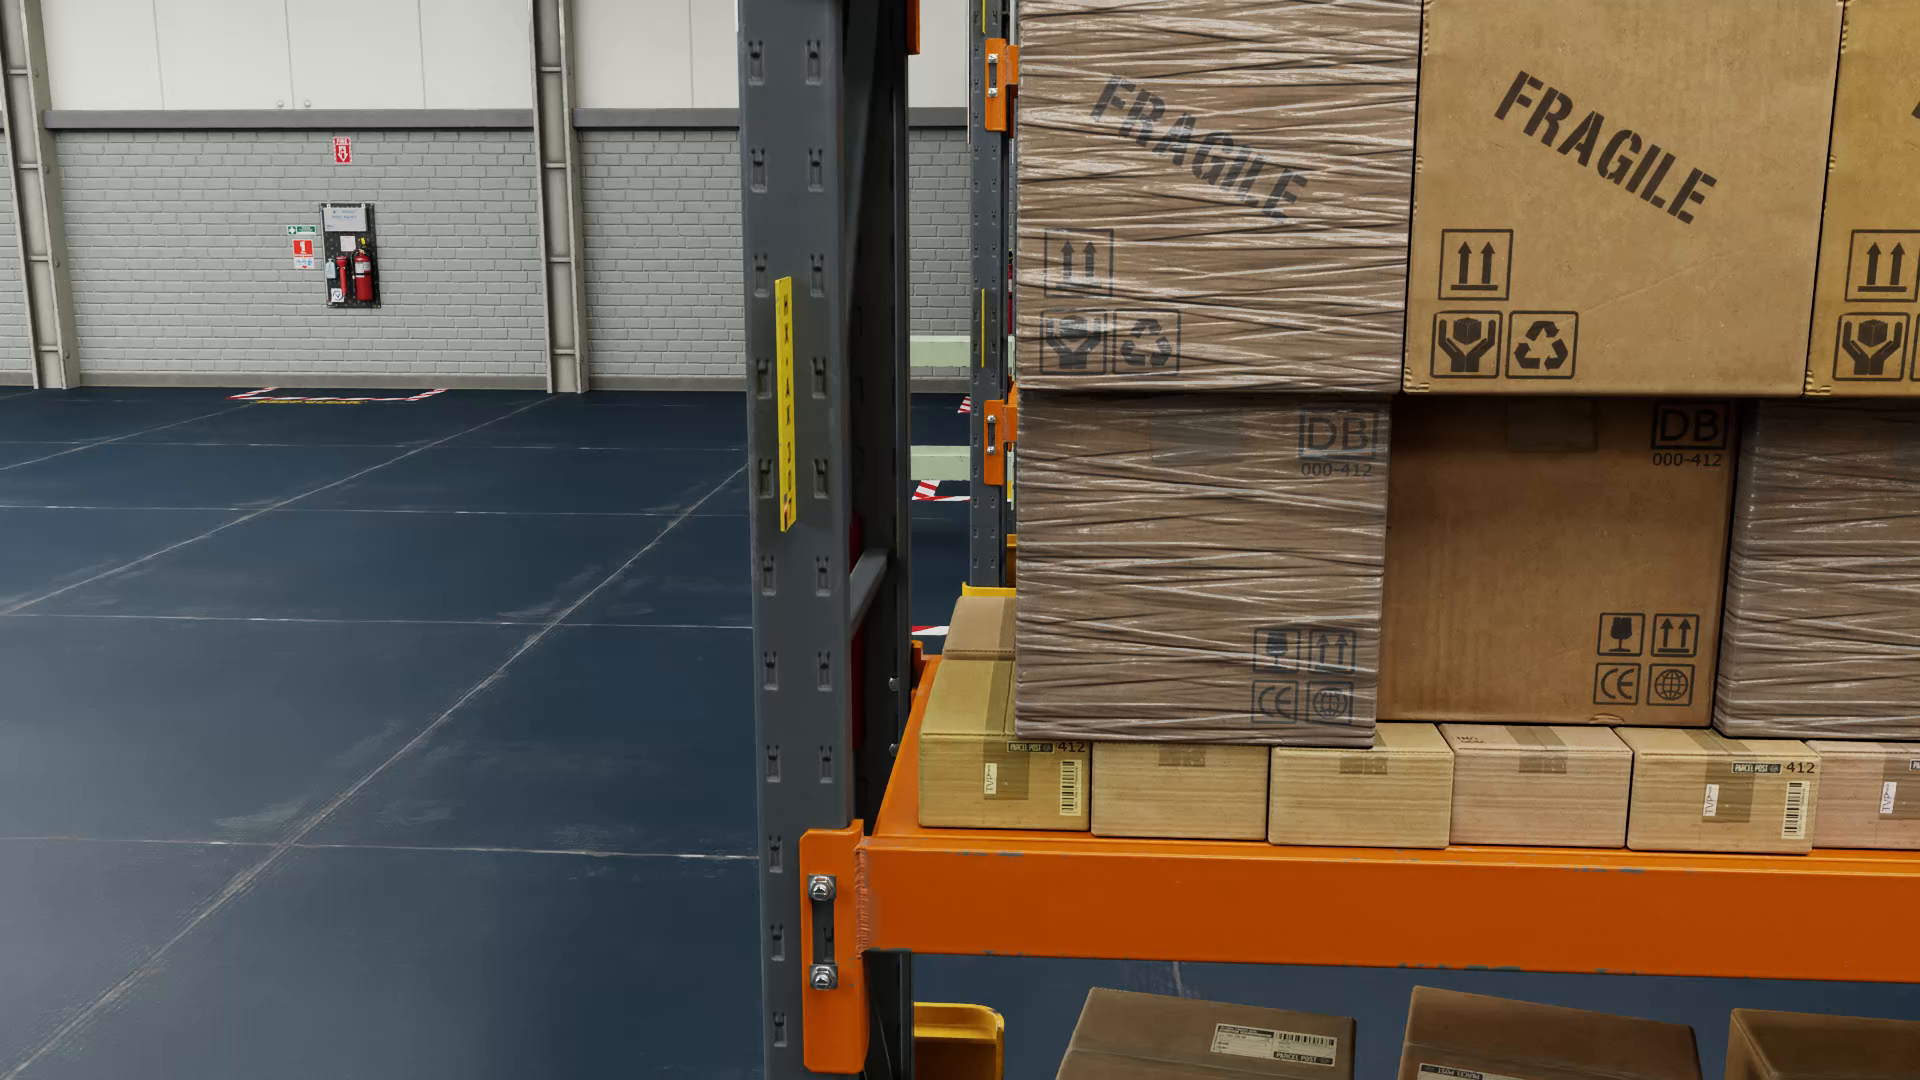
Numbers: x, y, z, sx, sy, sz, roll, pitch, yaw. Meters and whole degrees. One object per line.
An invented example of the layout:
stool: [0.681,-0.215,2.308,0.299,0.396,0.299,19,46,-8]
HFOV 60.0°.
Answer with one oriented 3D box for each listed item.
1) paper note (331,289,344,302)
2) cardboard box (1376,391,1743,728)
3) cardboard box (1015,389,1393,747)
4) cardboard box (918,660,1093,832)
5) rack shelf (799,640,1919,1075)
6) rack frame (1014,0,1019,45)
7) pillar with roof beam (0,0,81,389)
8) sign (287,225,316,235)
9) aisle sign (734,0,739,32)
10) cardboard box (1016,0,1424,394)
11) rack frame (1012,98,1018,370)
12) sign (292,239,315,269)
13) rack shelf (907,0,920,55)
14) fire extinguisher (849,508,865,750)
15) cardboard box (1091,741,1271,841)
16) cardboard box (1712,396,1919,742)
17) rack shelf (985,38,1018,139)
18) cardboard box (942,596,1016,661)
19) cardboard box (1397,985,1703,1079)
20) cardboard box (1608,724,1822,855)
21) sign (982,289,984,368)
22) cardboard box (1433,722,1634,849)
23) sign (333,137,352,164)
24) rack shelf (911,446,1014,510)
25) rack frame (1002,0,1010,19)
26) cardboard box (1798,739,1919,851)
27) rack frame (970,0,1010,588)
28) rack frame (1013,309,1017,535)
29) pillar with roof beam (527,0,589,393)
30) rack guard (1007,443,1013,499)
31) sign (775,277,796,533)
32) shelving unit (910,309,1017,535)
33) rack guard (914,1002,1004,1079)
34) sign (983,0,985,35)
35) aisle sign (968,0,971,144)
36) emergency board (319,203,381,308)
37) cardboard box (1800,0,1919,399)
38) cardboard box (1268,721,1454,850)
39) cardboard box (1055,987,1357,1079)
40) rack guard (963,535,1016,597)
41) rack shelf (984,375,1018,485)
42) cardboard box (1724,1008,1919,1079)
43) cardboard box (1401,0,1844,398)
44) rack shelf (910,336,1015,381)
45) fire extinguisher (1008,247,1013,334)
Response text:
paper note: [-7.064,-2.778,18.872,0.142,0.148,0.016,1,12,4]
cardboard box: [0.862,-0.065,2.781,0.500,0.500,0.875,1,12,4]
cardboard box: [0.355,-0.047,2.697,0.500,0.500,0.875,1,12,4]
cardboard box: [0.077,0.310,2.574,0.250,0.149,0.380,1,12,4]
rack shelf: [1.804,0.514,2.743,4.000,0.370,1.077,1,12,4]
rack frame: [0.474,-4.826,11.860,0.127,3.000,1.000,1,12,4]
pillar with roof beam: [-10.703,-5.290,14.078,0.400,9.000,9.100,1,12,4]
sign: [-7.433,-3.496,18.773,0.331,0.109,0.001,1,12,4]
aisle sign: [-0.273,-1.078,2.245,0.004,0.787,0.394,1,12,4]
cardboard box: [0.339,-0.486,2.355,0.500,0.500,0.500,1,12,4]
rack frame: [0.474,-1.889,12.475,0.127,3.000,1.000,1,12,4]
sign: [-7.437,-3.238,18.836,0.234,0.329,0.001,1,12,4]
rack shelf: [1.804,-0.954,2.436,4.000,0.370,1.077,1,12,4]
fire extinguisher: [-0.275,0.076,3.265,0.183,0.674,0.296,1,12,4]
cardboard box: [0.325,0.317,2.539,0.250,0.149,0.380,1,12,4]
cardboard box: [1.358,-0.049,2.706,0.500,0.500,0.875,1,12,4]
rack shelf: [2.135,-1.966,7.273,4.000,0.370,1.077,1,12,4]
cardboard box: [0.107,0.219,3.009,0.250,0.149,0.380,1,12,4]
cardboard box: [1.029,1.165,2.950,0.500,0.500,0.500,4,12,19]
cardboard box: [1.073,0.328,2.489,0.250,0.149,0.380,1,12,4]
sign: [0.098,-0.901,7.072,0.005,0.325,0.100,1,12,4]
cardboard box: [0.824,0.323,2.512,0.250,0.149,0.380,1,12,4]
sign: [-6.893,-4.347,18.564,0.199,0.298,0.001,1,12,4]
rack shelf: [-0.007,-0.415,10.682,0.720,0.370,0.431,1,12,4]
rack frame: [0.140,-3.814,7.023,0.127,3.000,1.000,1,12,4]
cardboard box: [1.325,0.326,2.499,0.250,0.149,0.380,1,12,4]
rack frame: [0.140,-0.878,7.637,0.127,3.000,1.000,1,12,4]
rack frame: [0.359,-0.729,10.591,0.023,1.500,0.400,1,12,4]
pillar with roof beam: [-4.717,-5.208,13.686,0.400,9.000,9.100,1,12,4]
rack guard: [0.450,-0.666,12.732,0.348,0.500,1.175,1,12,4]
sign: [-0.228,-0.179,2.181,0.005,0.325,0.100,1,12,4]
shelving unit: [-0.007,-0.734,10.615,0.755,1.500,0.431,1,12,4]
rack guard: [-0.116,1.359,3.051,0.348,0.500,1.175,1,12,4]
sign: [0.098,-2.238,6.792,0.005,0.325,0.100,1,12,4]
aisle sign: [0.048,-2.091,7.090,0.004,0.787,0.394,1,12,4]
emergency board: [-6.892,-3.192,18.703,0.643,1.169,0.194,1,12,4]
cardboard box: [1.336,-0.472,2.284,0.500,0.500,0.500,1,12,4]
cardboard box: [0.574,0.324,2.508,0.250,0.149,0.380,1,12,4]
cardboard box: [0.430,1.164,2.956,0.500,0.500,0.500,3,12,14]
rack guard: [0.218,0.337,7.934,0.348,0.500,1.175,1,12,4]
rack shelf: [2.135,-0.498,7.580,4.000,0.370,1.077,1,12,4]
cardboard box: [1.653,1.178,2.891,0.500,0.500,0.500,2,12,9]
cardboard box: [0.838,-0.478,2.315,0.500,0.500,0.500,1,12,4]
rack shelf: [-0.007,-1.116,10.535,0.720,0.370,0.431,1,12,4]
fire extinguisher: [0.387,-1.948,12.944,0.183,0.674,0.296,1,12,4]
